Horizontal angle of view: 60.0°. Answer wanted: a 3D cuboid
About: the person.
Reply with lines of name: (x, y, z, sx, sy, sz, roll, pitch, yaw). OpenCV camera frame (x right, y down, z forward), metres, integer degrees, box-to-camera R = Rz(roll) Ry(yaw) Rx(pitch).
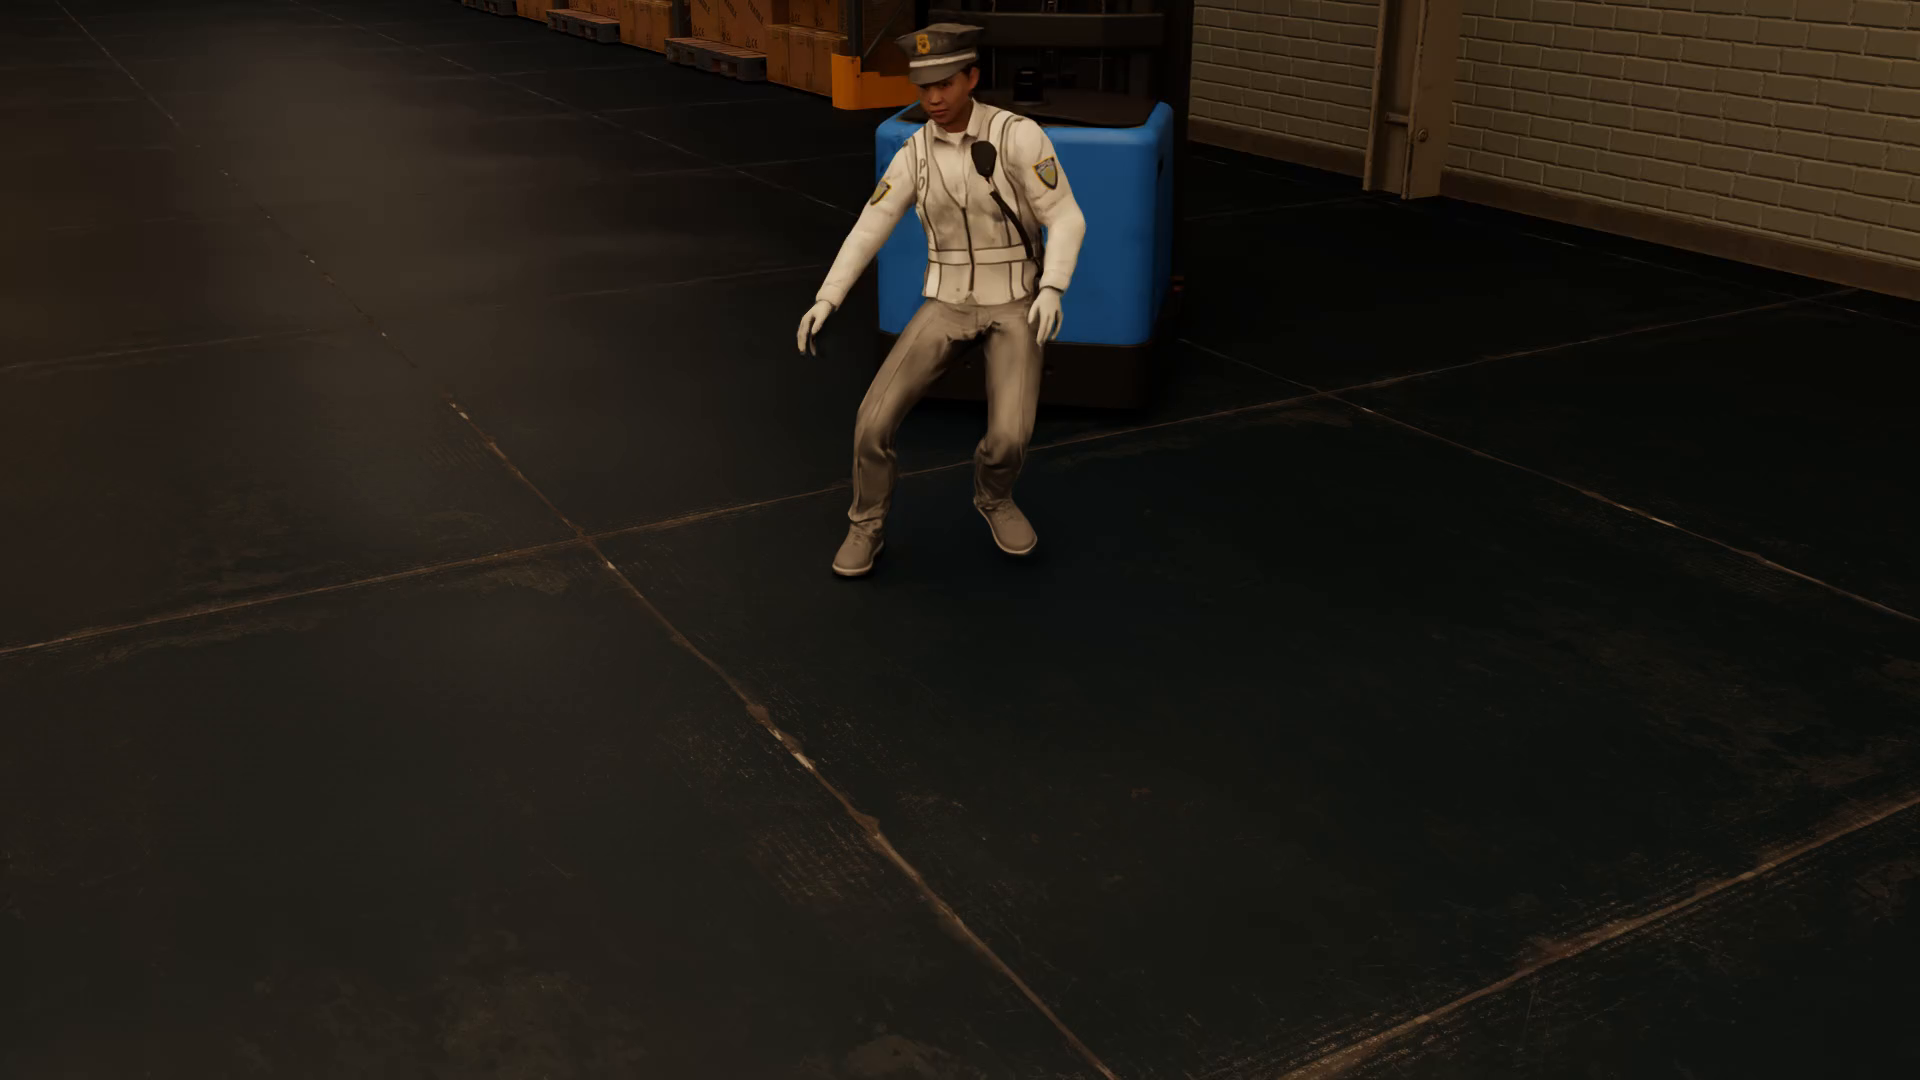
person: (-0.034, -0.635, 4.644, 0.716, 1.538, 0.555, 8, 24, 18)

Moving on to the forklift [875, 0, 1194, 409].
forklift: (0.463, -2.365, 7.037, 1.130, 2.935, 3.031, 4, 23, 10)
